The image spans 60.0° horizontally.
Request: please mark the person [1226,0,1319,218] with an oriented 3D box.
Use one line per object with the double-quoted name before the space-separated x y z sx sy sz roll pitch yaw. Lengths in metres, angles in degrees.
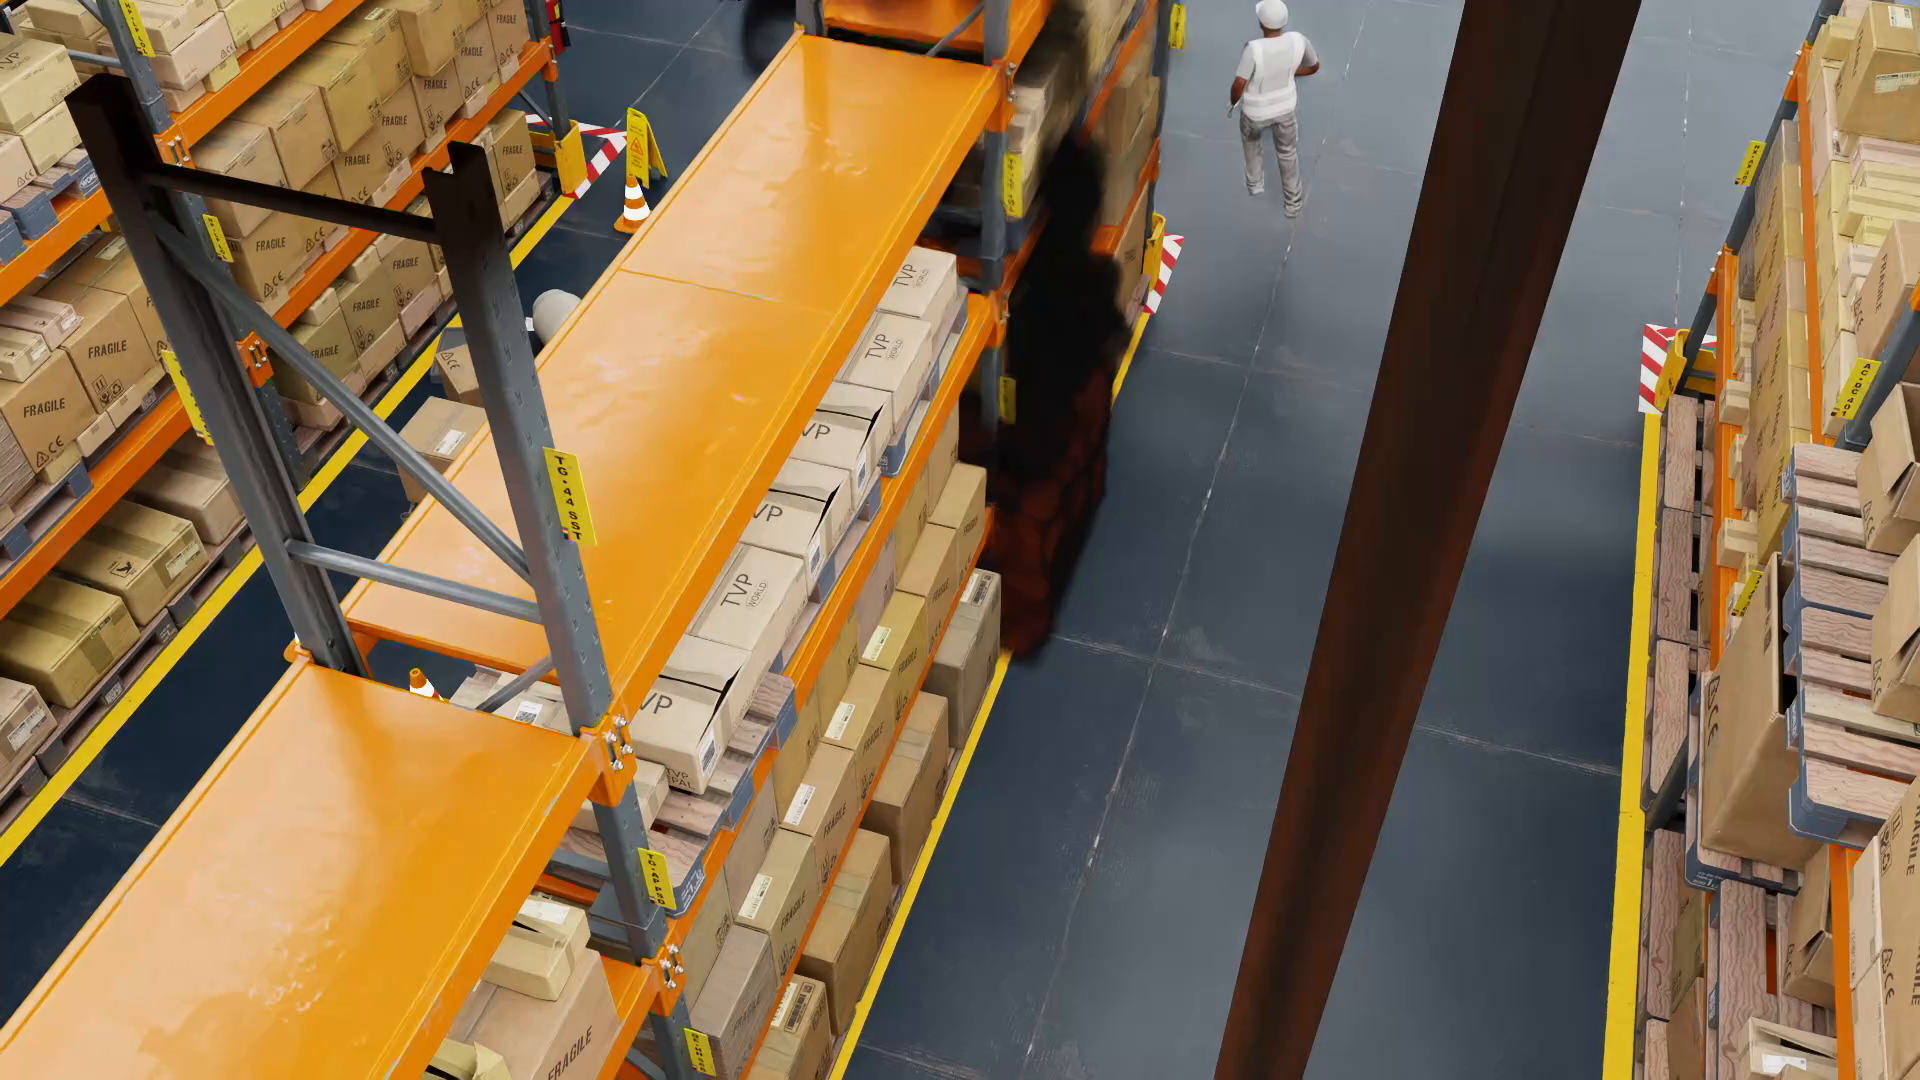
"person" 2.338 -3.270 12.748 0.741 1.882 0.661 -7 46 -7
